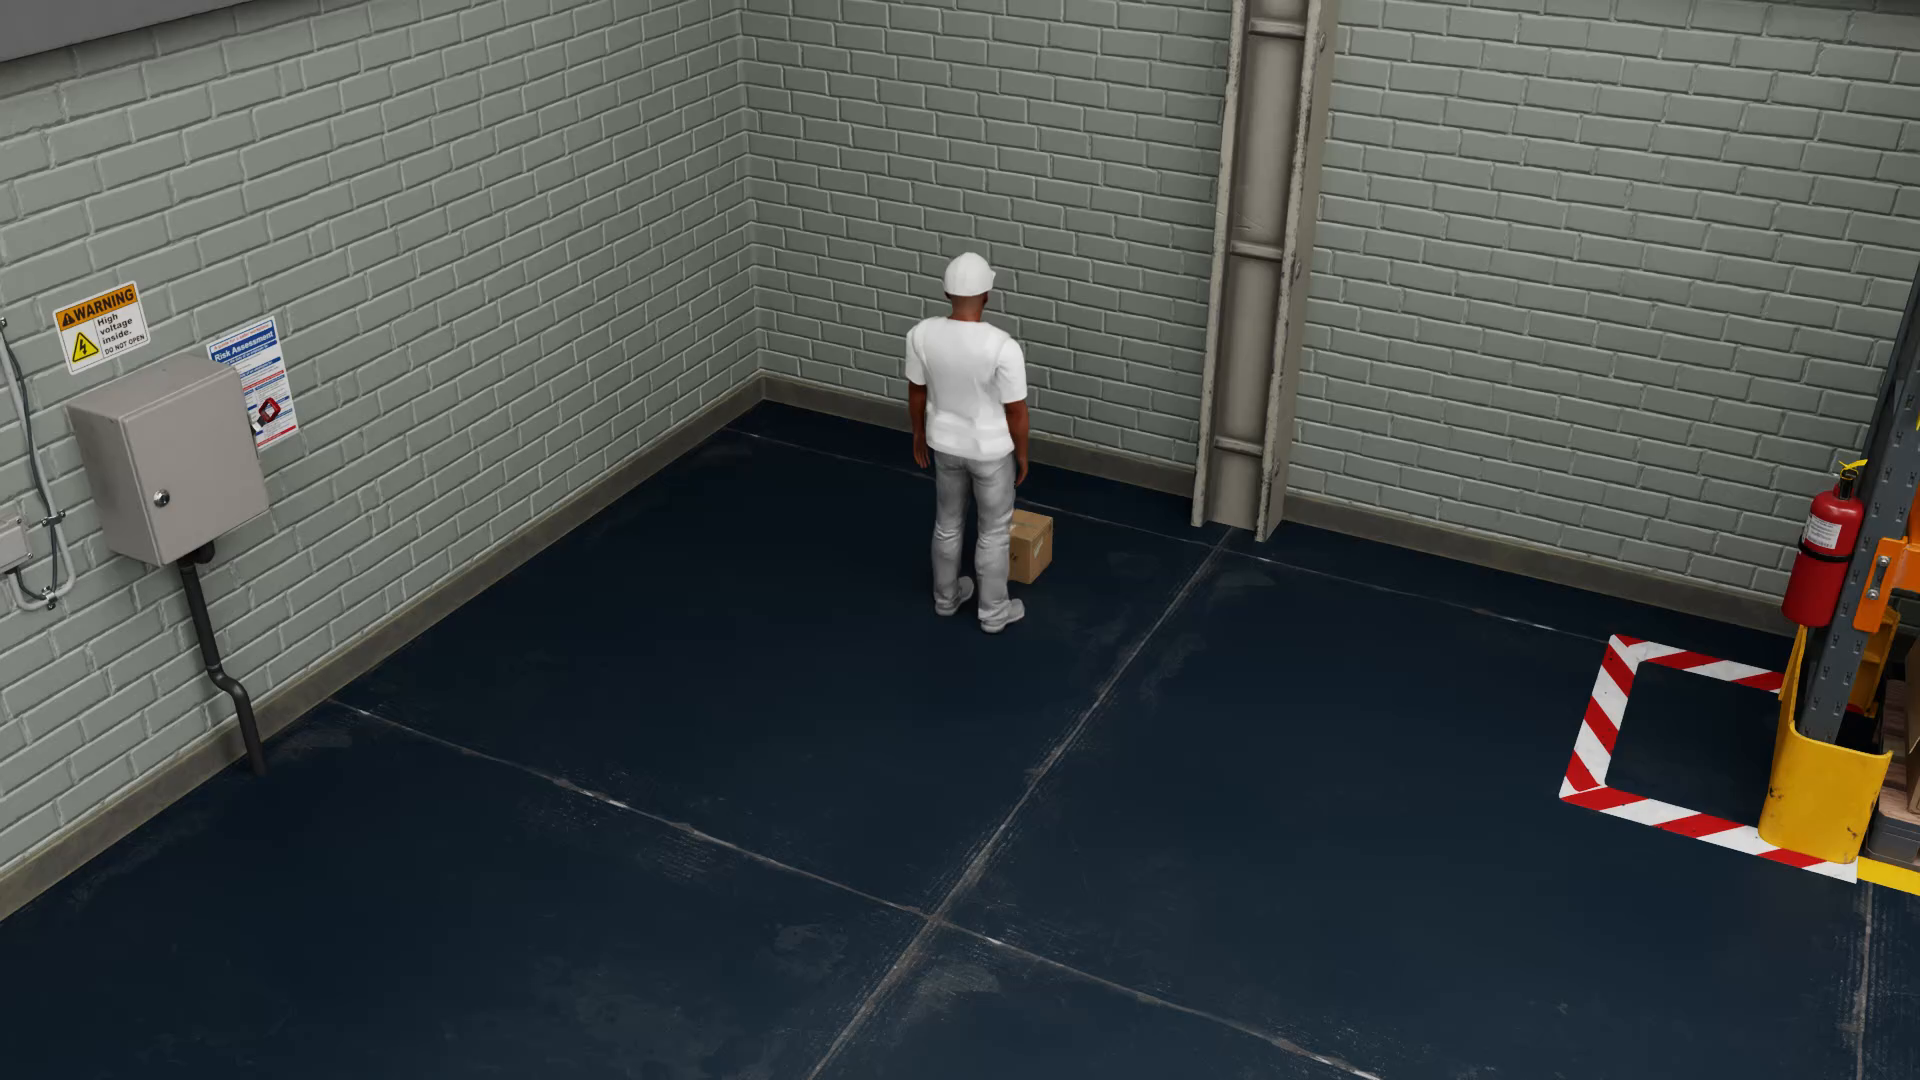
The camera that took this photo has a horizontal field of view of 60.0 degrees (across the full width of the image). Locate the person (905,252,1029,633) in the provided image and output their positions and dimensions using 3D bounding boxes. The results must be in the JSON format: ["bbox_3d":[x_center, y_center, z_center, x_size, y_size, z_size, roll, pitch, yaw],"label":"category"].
[{"bbox_3d":[0.052,-0.428,7.348,0.576,1.778,0.407,15,33,24],"label":"person"}]
